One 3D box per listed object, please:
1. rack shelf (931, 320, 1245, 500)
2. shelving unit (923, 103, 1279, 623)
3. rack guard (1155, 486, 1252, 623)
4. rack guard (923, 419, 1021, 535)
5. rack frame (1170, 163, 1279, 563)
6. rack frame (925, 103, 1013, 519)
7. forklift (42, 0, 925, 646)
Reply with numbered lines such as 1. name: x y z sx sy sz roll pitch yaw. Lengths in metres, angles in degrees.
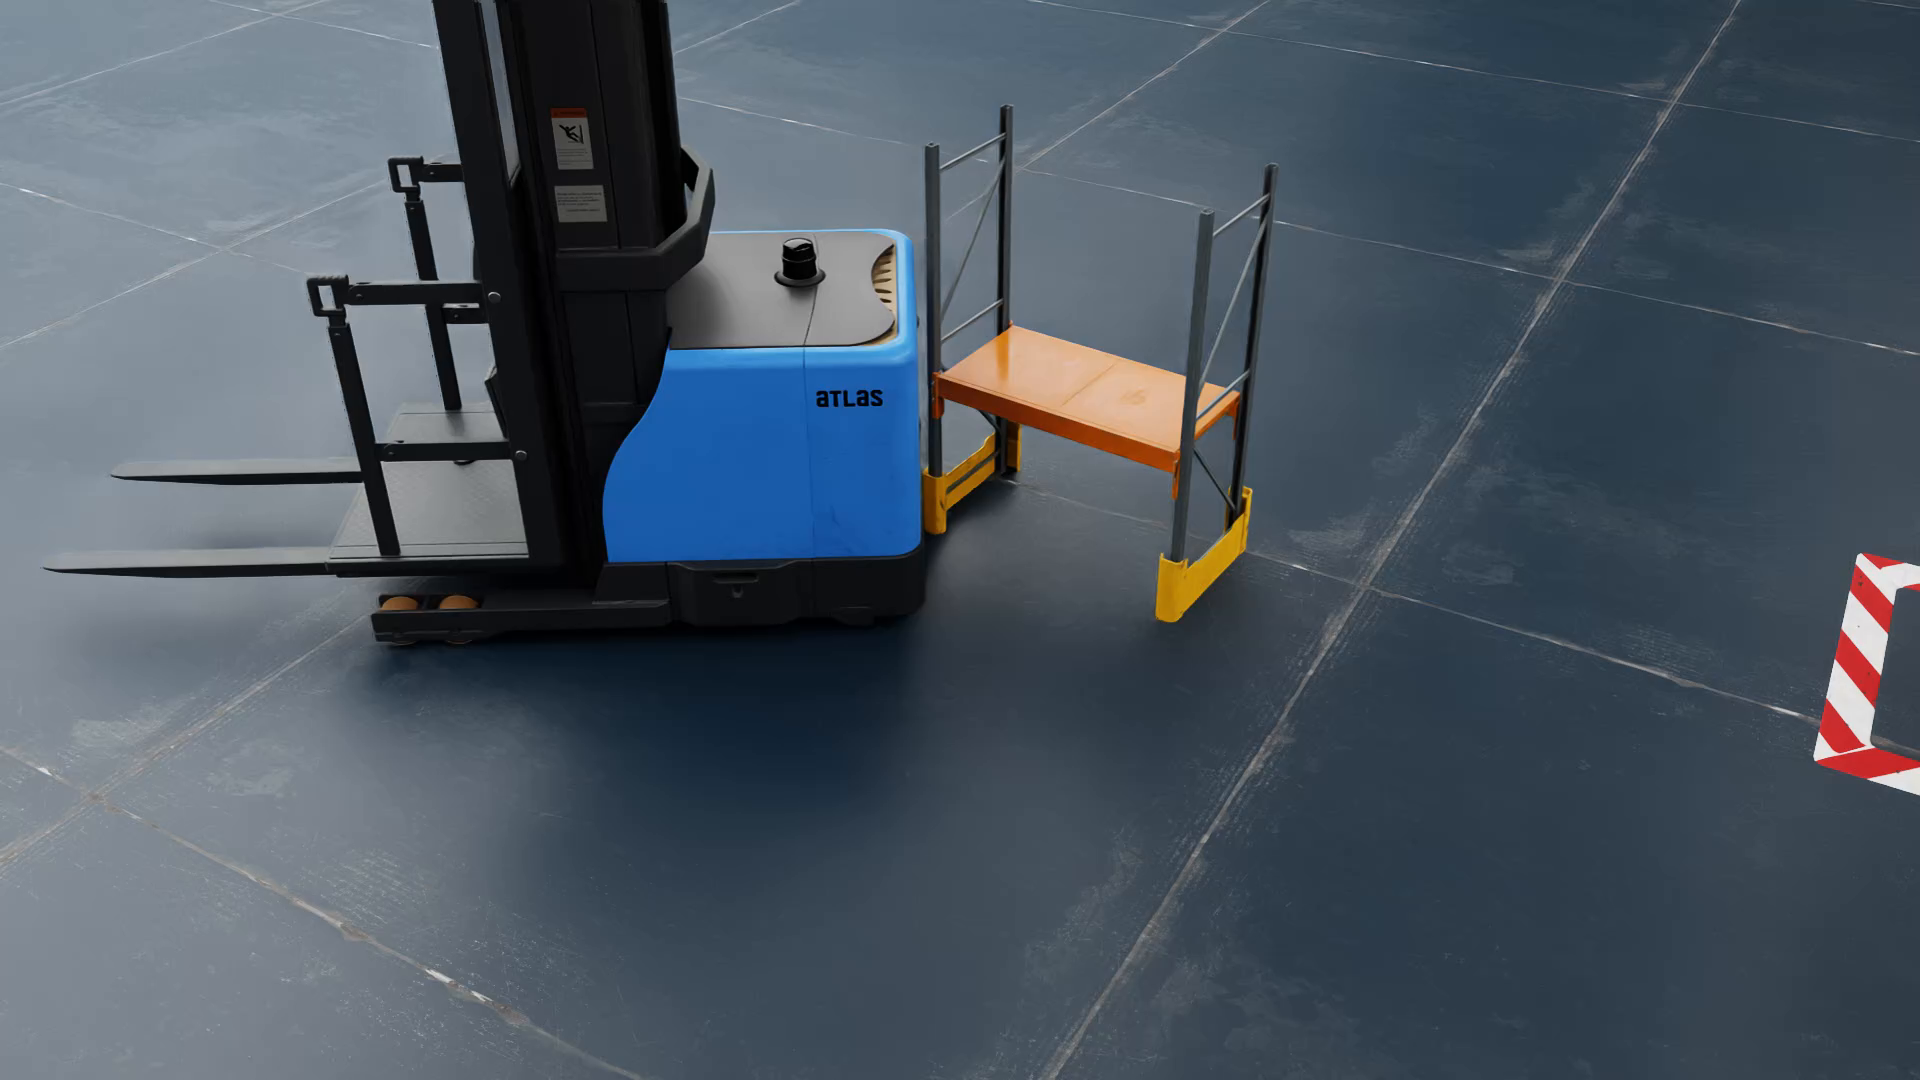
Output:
1. rack shelf: 0.457 -0.485 5.950 1.000 0.185 0.538 21 39 28
2. shelving unit: 0.464 -0.632 5.846 1.083 1.500 0.587 21 39 28
3. rack guard: 0.877 0.043 5.960 0.087 0.250 0.587 21 39 28
4. rack guard: 0.052 -0.266 6.424 0.087 0.250 0.587 21 39 28
5. rack frame: 0.878 -0.477 5.613 0.032 1.500 0.500 21 39 28
6. rack frame: 0.036 -0.792 6.087 0.032 1.500 0.500 21 39 28
7. forklift: -1.652 -1.158 5.345 3.031 2.935 1.130 -1 34 -2
